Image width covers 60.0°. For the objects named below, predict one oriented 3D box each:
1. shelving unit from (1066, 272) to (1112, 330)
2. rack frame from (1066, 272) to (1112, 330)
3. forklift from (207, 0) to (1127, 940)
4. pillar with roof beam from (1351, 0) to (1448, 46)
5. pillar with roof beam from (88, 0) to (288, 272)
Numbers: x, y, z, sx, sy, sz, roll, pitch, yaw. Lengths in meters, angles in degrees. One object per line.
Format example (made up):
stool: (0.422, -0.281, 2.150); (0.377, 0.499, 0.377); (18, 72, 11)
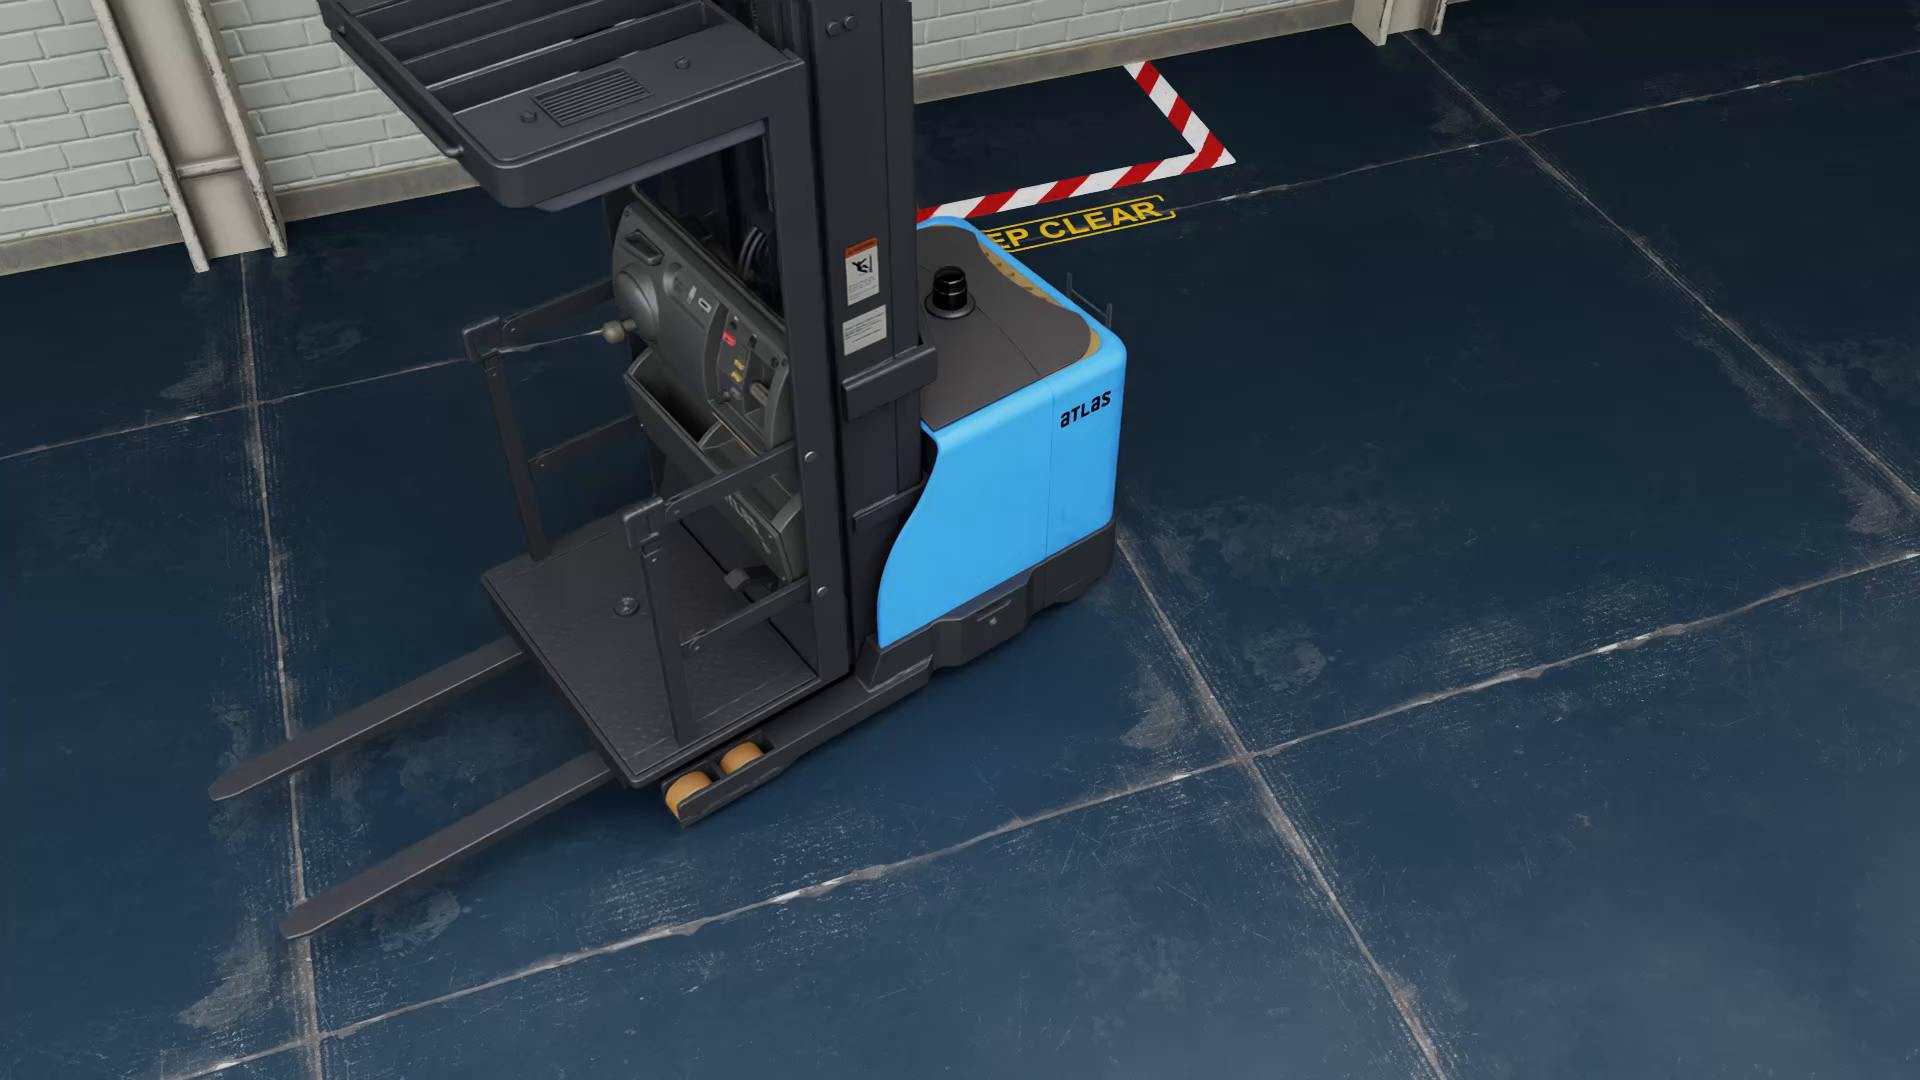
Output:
shelving unit: (0.375, -0.525, 6.138); (0.210, 0.900, 0.258); (-28, 51, -25)
rack frame: (0.457, -0.569, 6.181); (0.006, 0.900, 0.240); (-28, 51, -25)
forklift: (-0.927, -0.556, 4.735); (3.031, 2.935, 1.130); (-28, 51, -25)
pillar with roof beam: (3.821, -3.098, 2.984); (0.400, 9.000, 9.100); (-14, 47, -14)
pillar with roof beam: (-1.822, -1.655, 1.546); (0.400, 9.000, 9.100); (-14, 47, -14)
